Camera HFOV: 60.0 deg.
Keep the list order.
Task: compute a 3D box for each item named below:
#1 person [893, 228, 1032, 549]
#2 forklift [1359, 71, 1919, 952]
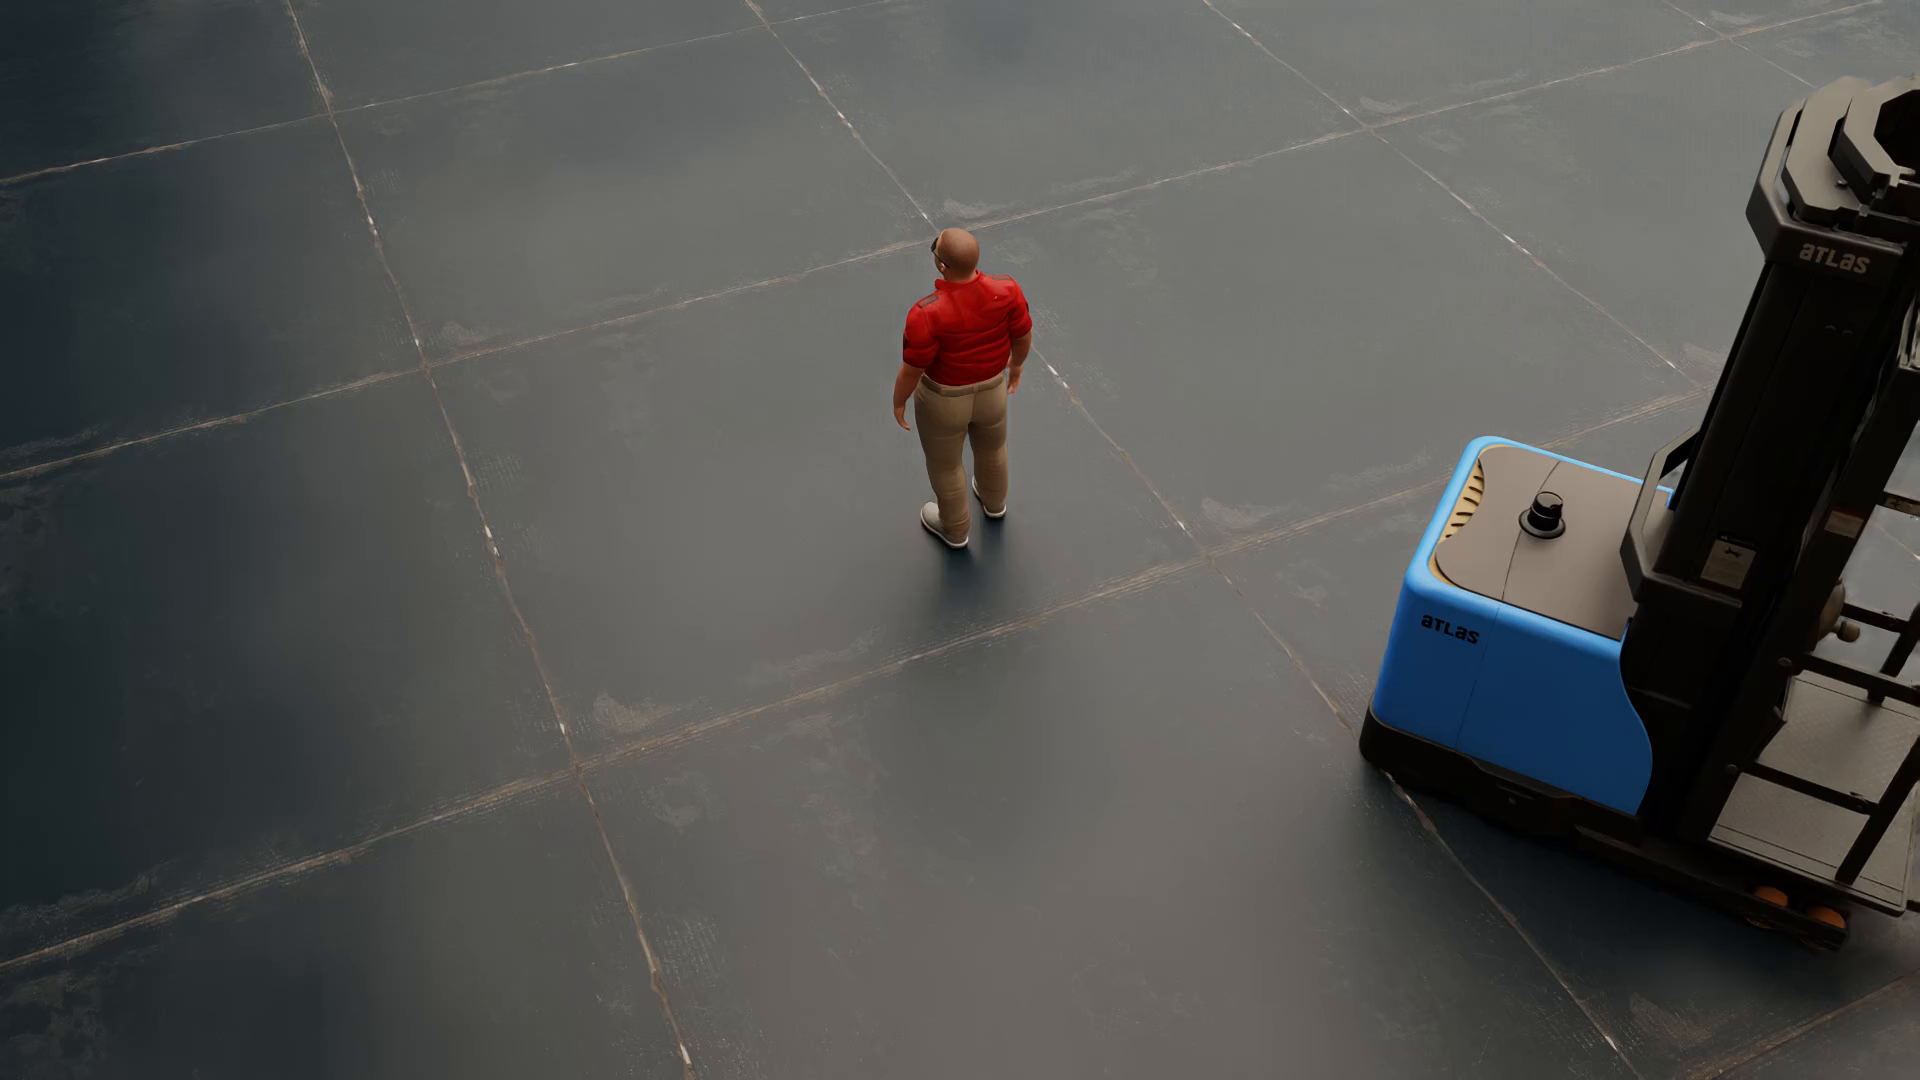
[{"bbox_3d":[-0.027,-0.696,7.296,0.642,1.727,0.550,-18,46,-18],"label":"person"},{"bbox_3d":[3.181,0.033,5.644,3.031,2.935,1.130,20,47,20],"label":"forklift"}]
